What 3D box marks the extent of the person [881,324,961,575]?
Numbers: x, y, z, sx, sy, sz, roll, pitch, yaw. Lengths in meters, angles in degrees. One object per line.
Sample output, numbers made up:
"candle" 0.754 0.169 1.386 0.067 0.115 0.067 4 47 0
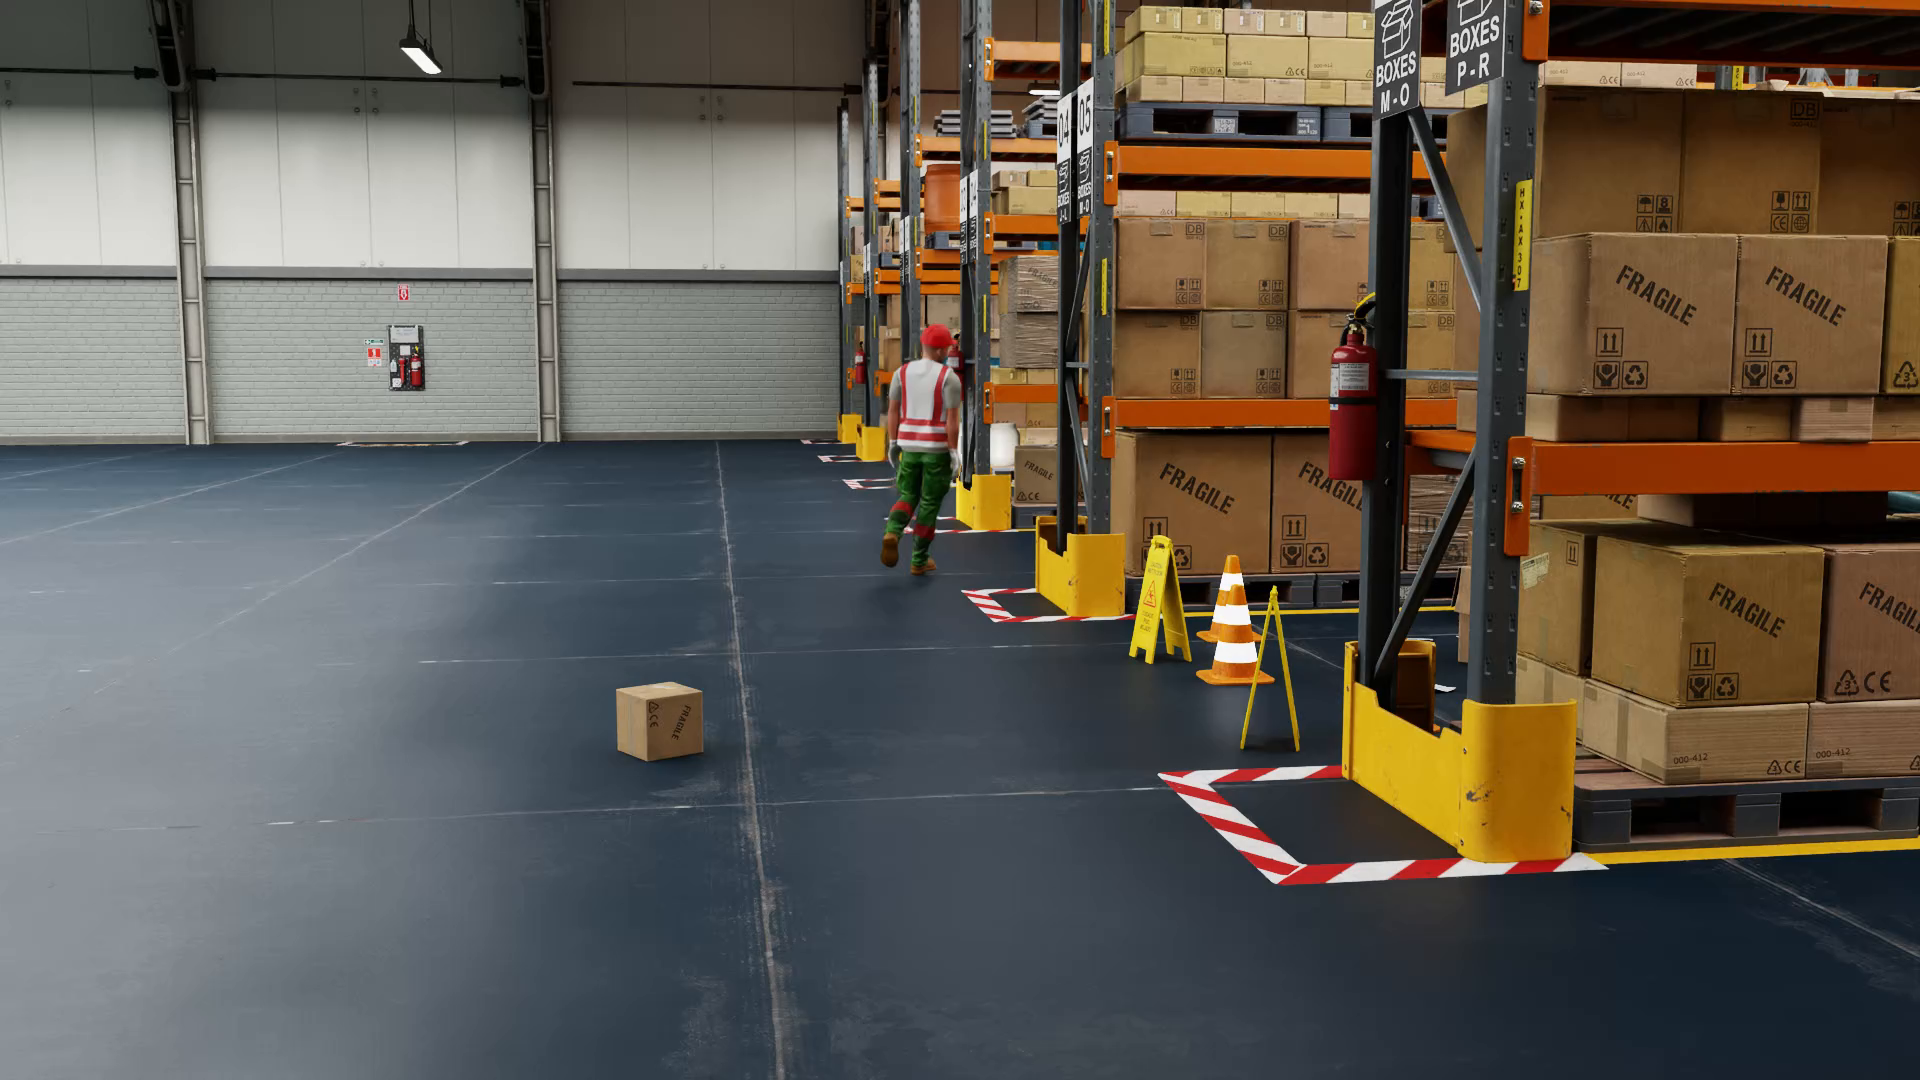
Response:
"person" -0.245 -0.627 11.673 0.564 1.768 0.596 3 7 21
